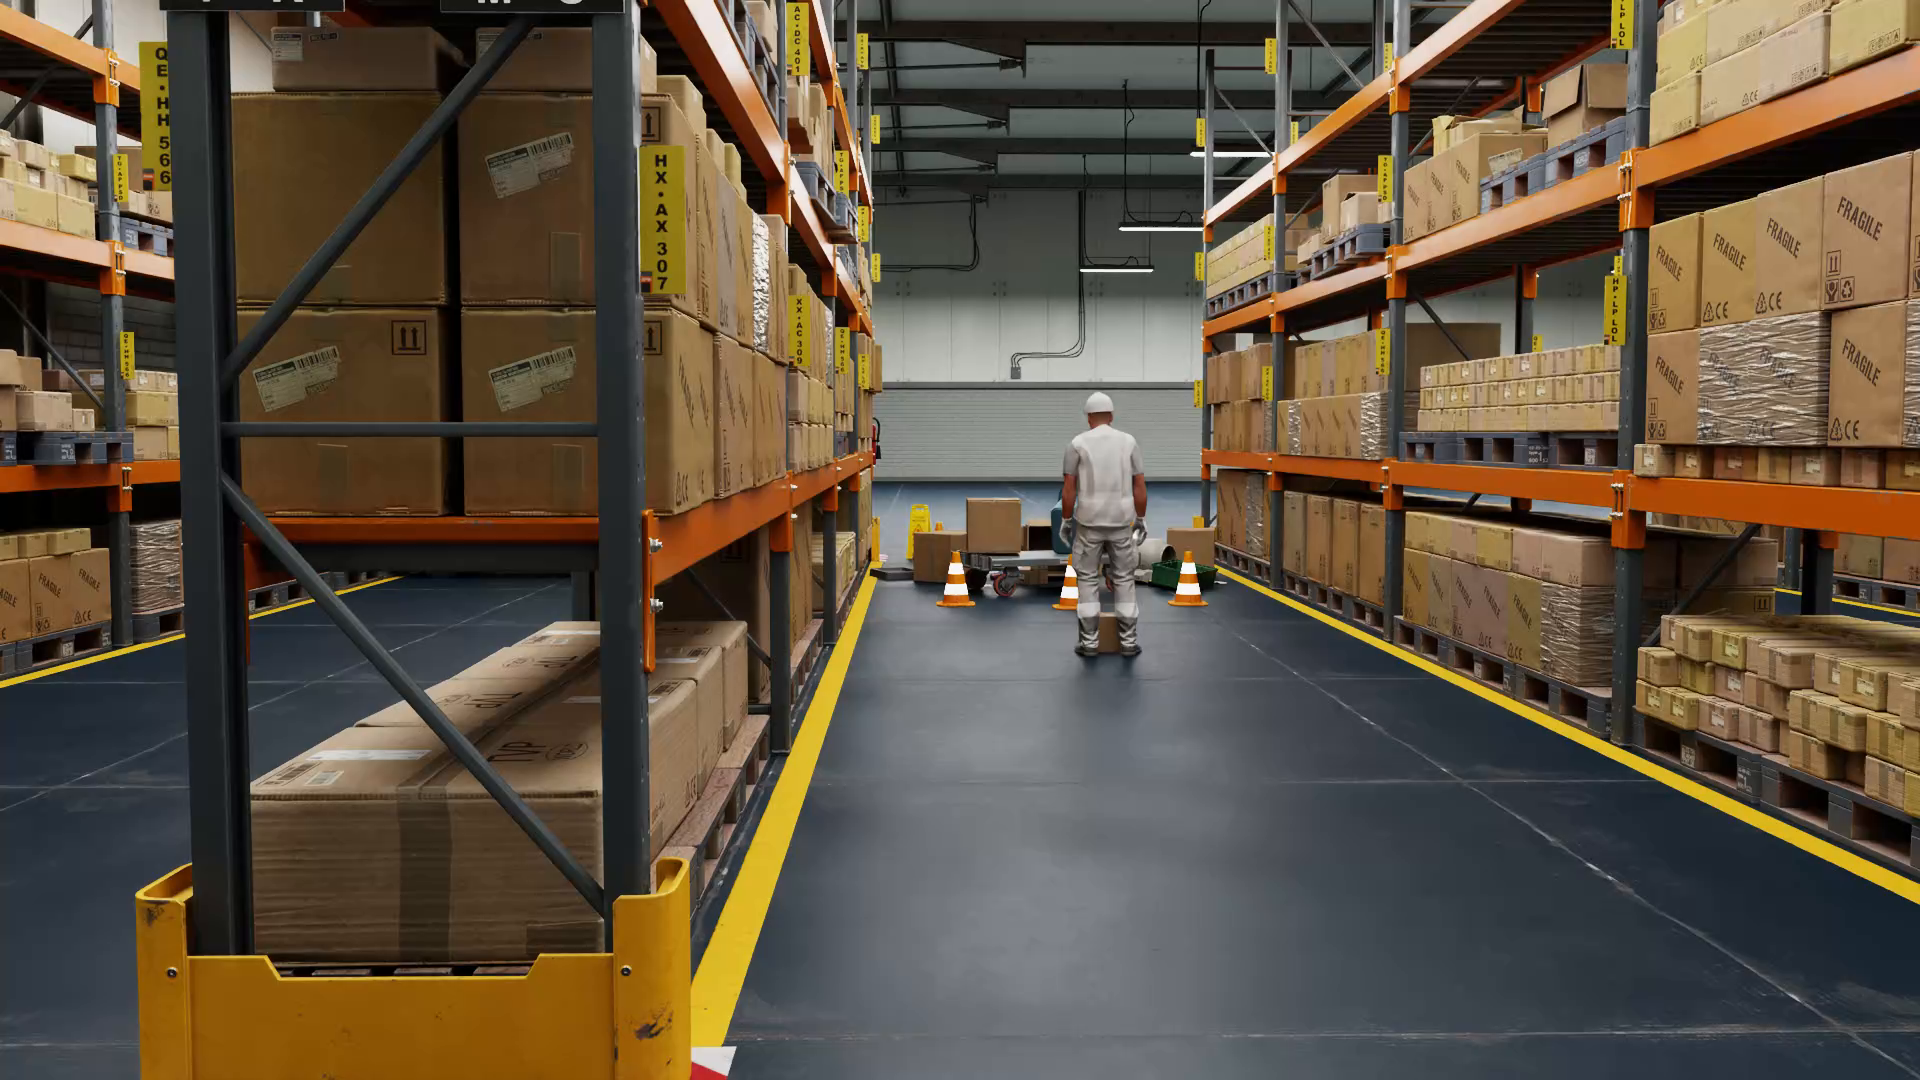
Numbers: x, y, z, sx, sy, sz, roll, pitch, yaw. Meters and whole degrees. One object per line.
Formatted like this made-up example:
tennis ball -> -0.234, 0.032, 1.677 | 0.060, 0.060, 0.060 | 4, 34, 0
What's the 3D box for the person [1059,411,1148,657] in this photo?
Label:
person -> 13.195, -0.641, 19.914 | 26.189, 1.731, 16.159 | 0, 4, -4
